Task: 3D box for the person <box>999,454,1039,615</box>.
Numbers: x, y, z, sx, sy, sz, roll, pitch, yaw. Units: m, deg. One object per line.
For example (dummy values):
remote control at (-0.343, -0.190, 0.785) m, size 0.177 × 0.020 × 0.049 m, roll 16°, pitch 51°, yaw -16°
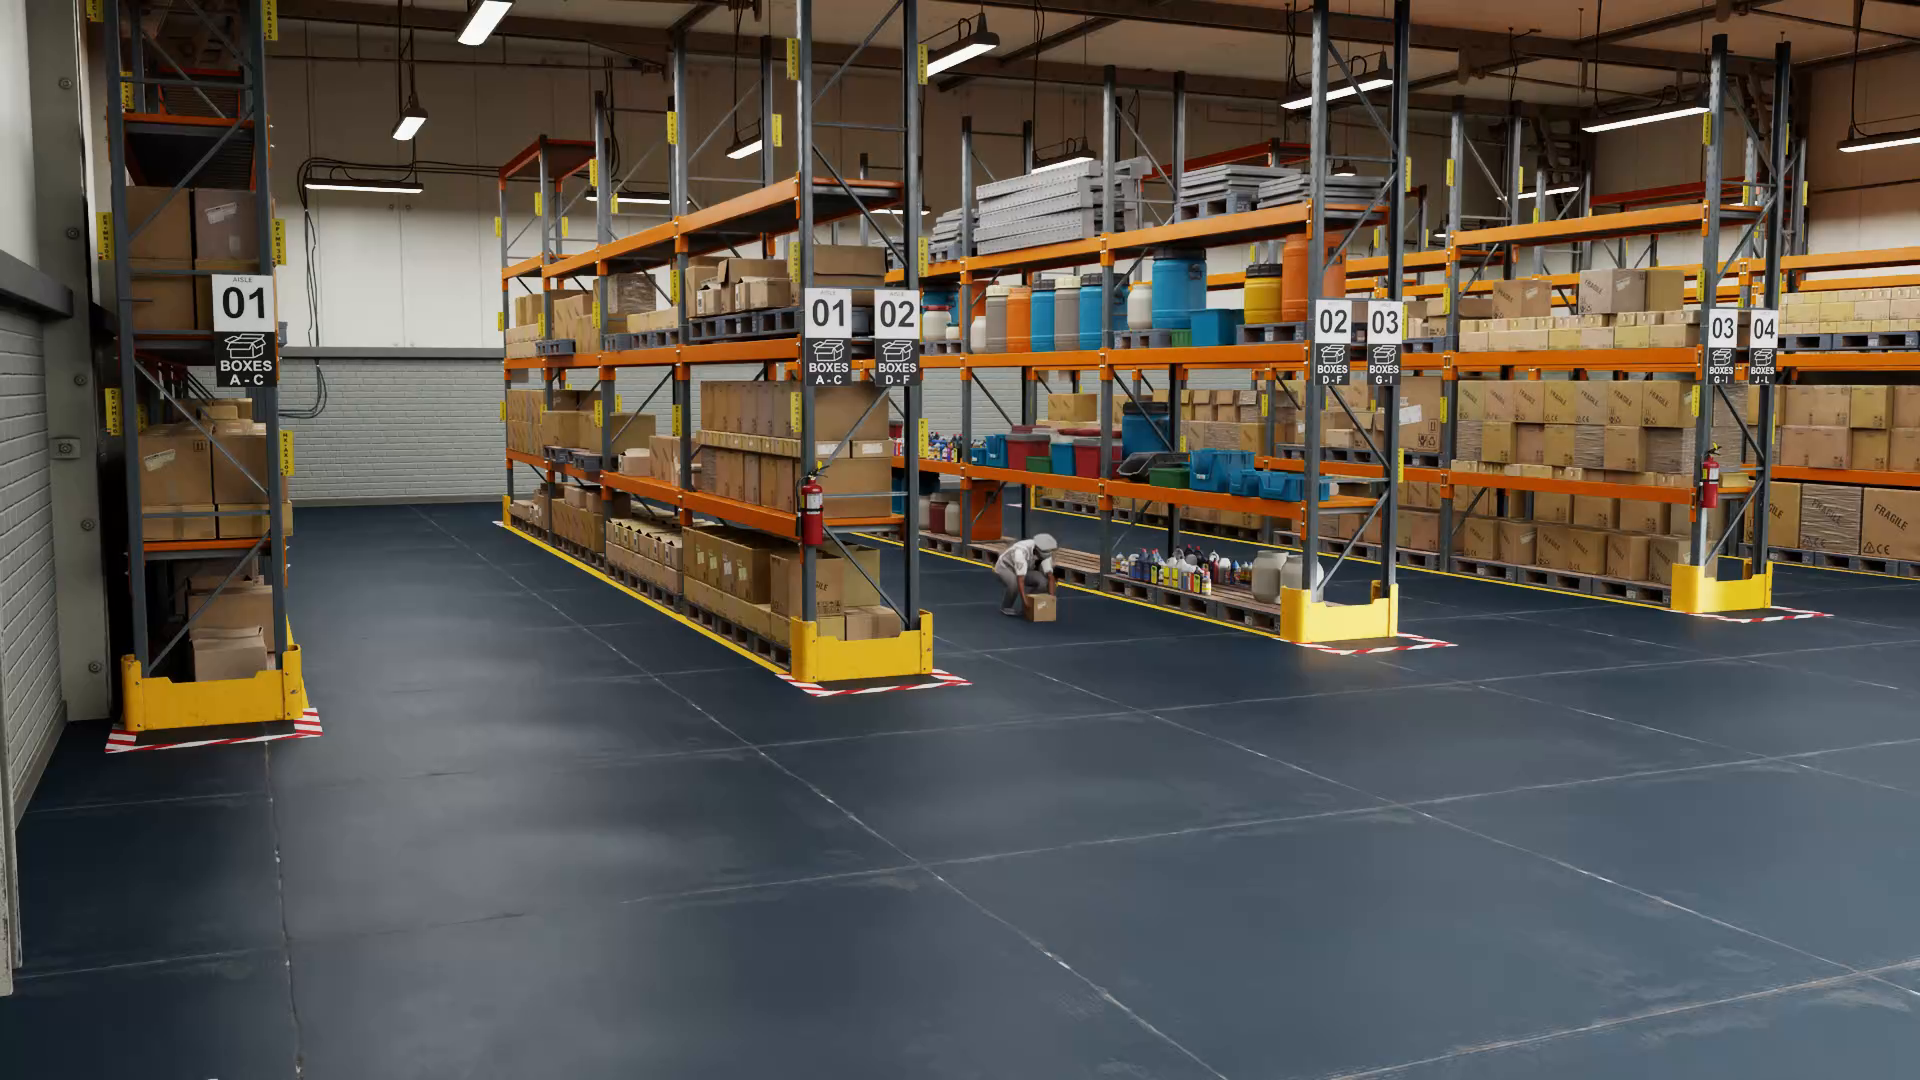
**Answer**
person at (0.646, -0.056, 17.463) m, size 0.451 × 1.688 × 0.533 m, roll -2°, pitch 6°, yaw -23°
